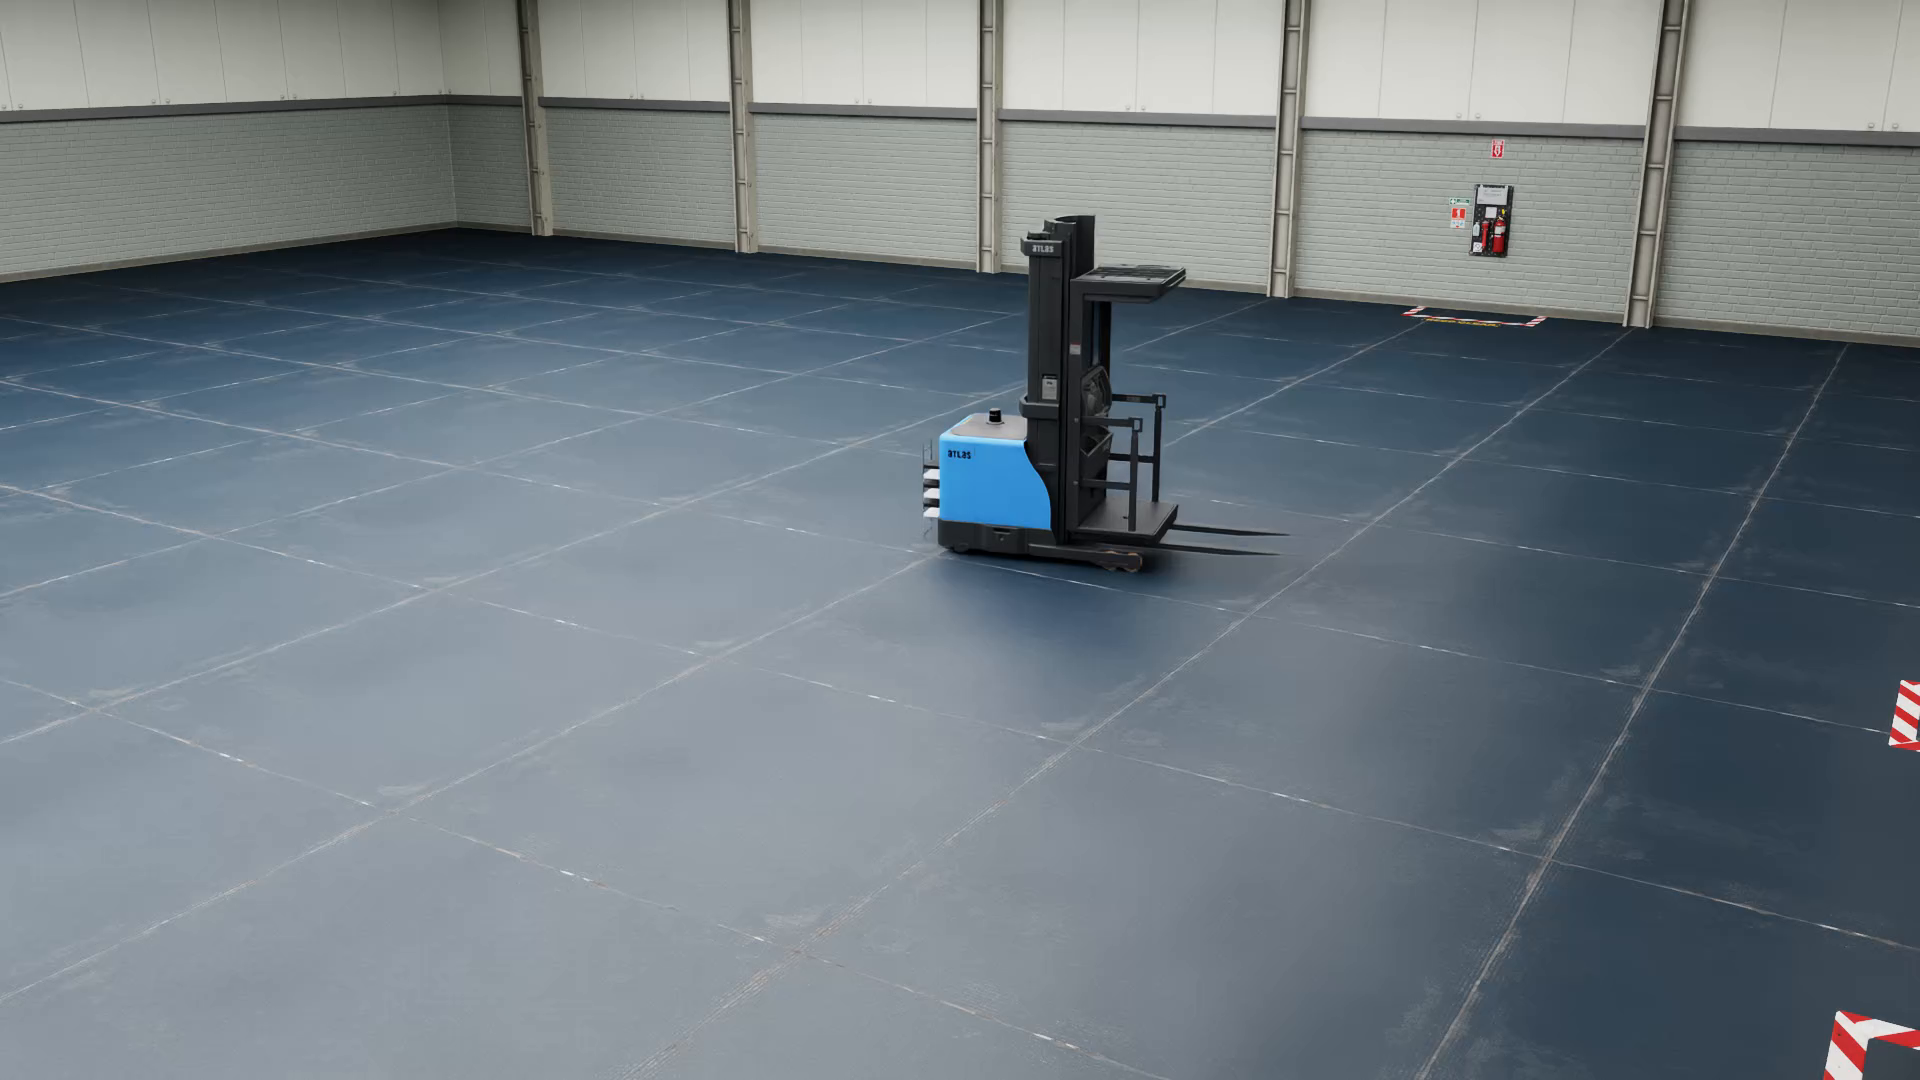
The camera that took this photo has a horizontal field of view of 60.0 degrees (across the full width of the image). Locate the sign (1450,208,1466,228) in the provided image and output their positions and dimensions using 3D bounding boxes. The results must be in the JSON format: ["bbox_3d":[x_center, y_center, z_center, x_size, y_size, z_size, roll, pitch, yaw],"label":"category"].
[{"bbox_3d":[8.291,-5.360,27.674,0.234,0.329,0.001,10,20,30],"label":"sign"}]

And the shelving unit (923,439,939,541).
[{"bbox_3d":[-0.198,-0.446,15.169,0.210,0.900,0.258,5,18,17],"label":"shelving unit"}]

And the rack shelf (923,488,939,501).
[{"bbox_3d":[-0.198,-0.414,15.178,0.200,0.077,0.258,5,18,17],"label":"rack shelf"}]

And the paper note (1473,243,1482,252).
[{"bbox_3d":[8.593,-4.856,27.591,0.142,0.148,0.016,10,20,30],"label":"paper note"}]

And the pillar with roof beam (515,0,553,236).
[{"bbox_3d":[-11.910,-10.303,33.685,0.400,9.000,9.100,10,20,30],"label":"pillar with roof beam"}]

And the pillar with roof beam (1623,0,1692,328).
[{"bbox_3d":[8.541,-6.652,21.667,0.400,9.000,9.100,10,20,30],"label":"pillar with roof beam"}]

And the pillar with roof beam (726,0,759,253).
[{"bbox_3d":[-6.797,-9.390,30.681,0.400,9.000,9.100,10,20,30],"label":"pillar with roof beam"}]

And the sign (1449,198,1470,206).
[{"bbox_3d":[8.290,-5.611,27.587,0.331,0.109,0.001,10,20,30],"label":"sign"}]

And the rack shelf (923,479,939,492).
[{"bbox_3d":[-0.198,-0.500,15.152,0.200,0.077,0.258,5,18,17],"label":"rack shelf"}]

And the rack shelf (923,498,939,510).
[{"bbox_3d":[-0.198,-0.328,15.205,0.200,0.077,0.258,5,18,17],"label":"rack shelf"}]

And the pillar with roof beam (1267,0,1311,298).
[{"bbox_3d":[3.428,-7.565,24.672,0.400,9.000,9.100,10,20,30],"label":"pillar with roof beam"}]

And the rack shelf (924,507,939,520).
[{"bbox_3d":[-0.198,-0.242,15.231,0.200,0.077,0.258,5,18,17],"label":"rack shelf"}]

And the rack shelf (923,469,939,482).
[{"bbox_3d":[-0.198,-0.586,15.126,0.200,0.077,0.258,5,18,17],"label":"rack shelf"}]

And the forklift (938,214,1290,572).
[{"bbox_3d":[1.377,-1.297,14.478,3.031,2.935,1.130,5,18,17],"label":"forklift"}]

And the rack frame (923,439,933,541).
[{"bbox_3d":[-0.295,-0.455,15.199,0.006,0.900,0.240,5,18,17],"label":"rack frame"}]

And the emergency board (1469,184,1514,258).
[{"bbox_3d":[8.708,-5.233,27.318,0.643,1.169,0.194,10,20,30],"label":"emergency board"}]

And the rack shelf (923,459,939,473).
[{"bbox_3d":[-0.198,-0.672,15.100,0.200,0.077,0.258,5,18,17],"label":"rack shelf"}]

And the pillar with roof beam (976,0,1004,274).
[{"bbox_3d":[-1.685,-8.478,27.676,0.400,9.000,9.100,10,20,30],"label":"pillar with roof beam"}]

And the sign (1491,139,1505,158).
[{"bbox_3d":[8.753,-6.369,27.066,0.199,0.298,0.001,10,20,30],"label":"sign"}]
